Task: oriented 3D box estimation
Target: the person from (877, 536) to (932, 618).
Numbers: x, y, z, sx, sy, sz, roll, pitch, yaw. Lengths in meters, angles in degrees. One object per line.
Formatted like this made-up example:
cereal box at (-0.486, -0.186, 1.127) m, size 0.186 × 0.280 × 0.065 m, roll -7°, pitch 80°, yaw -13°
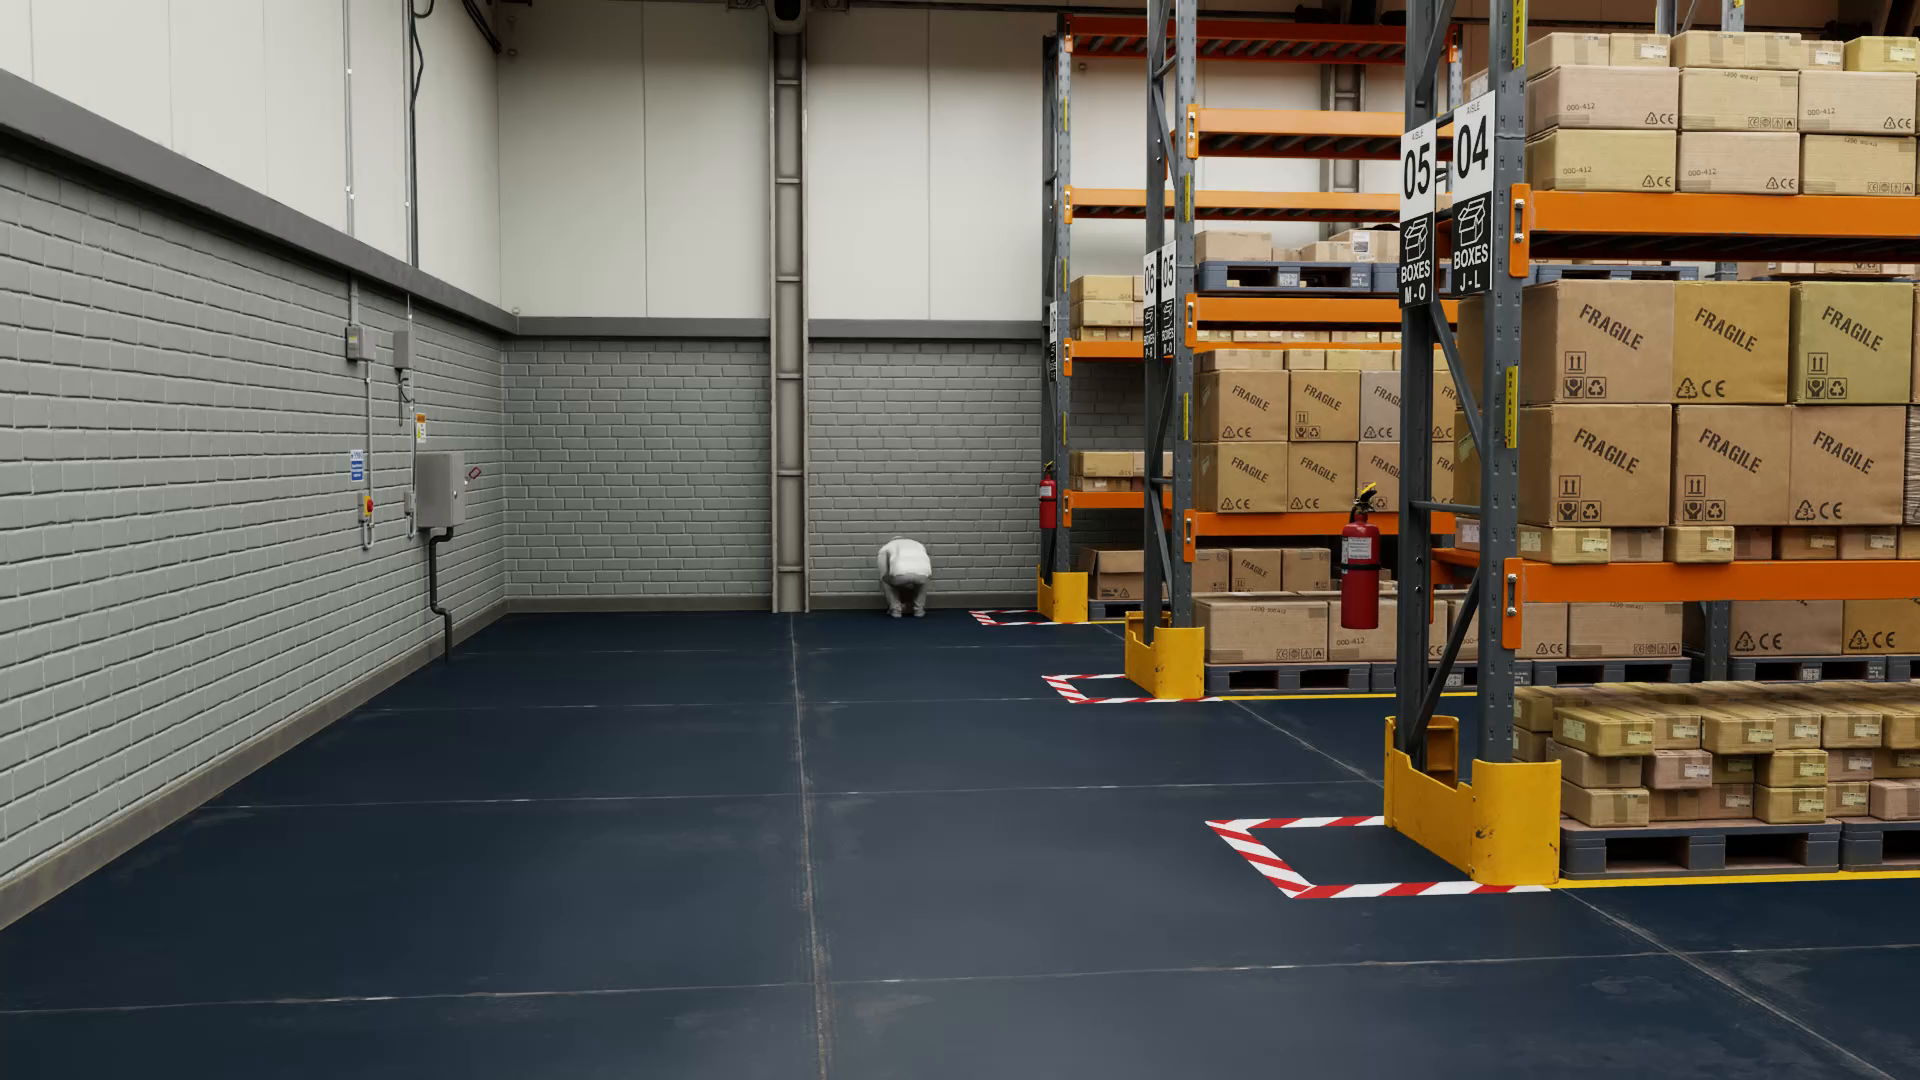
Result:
person at (-0.590, 0.400, 17.349) m, size 0.531 × 0.838 × 0.950 m, roll 0°, pitch 3°, yaw -8°
